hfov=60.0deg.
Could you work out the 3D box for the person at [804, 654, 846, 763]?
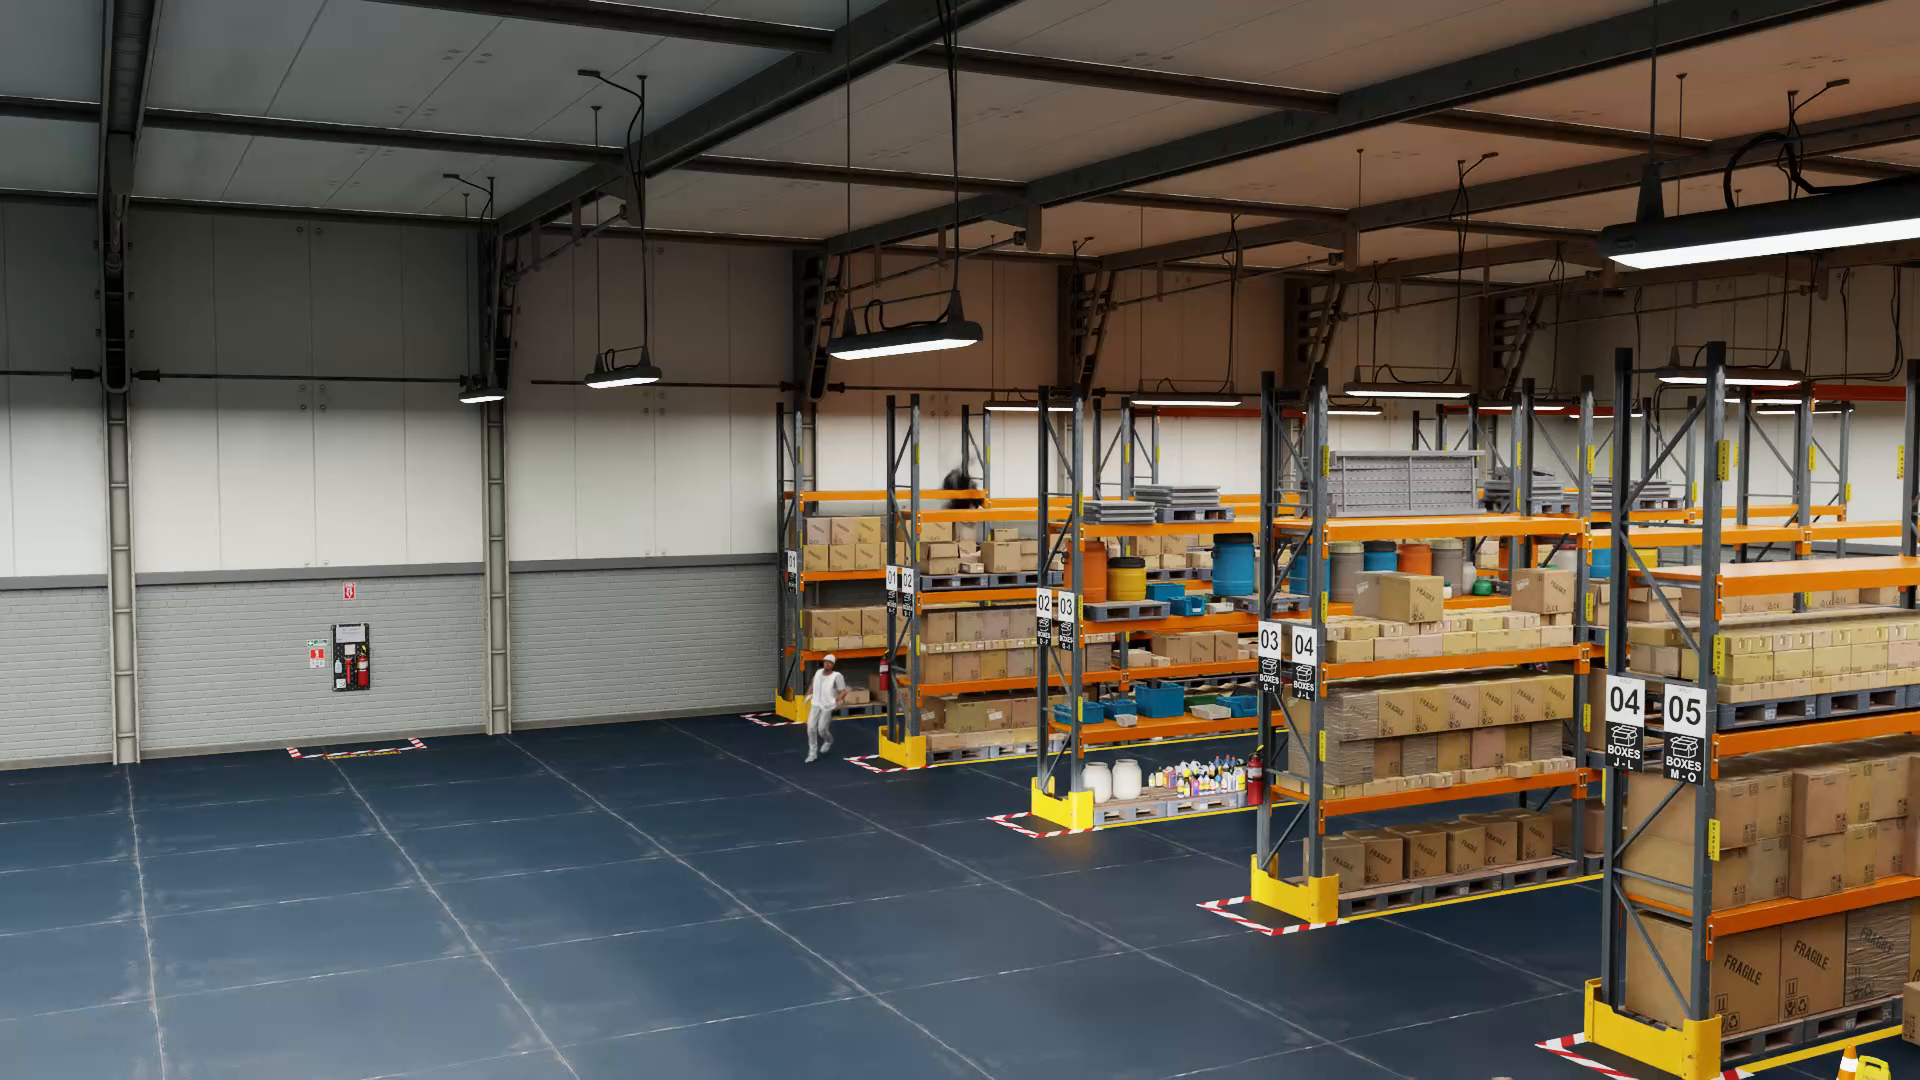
[{"bbox_3d":[-2.239,2.757,27.351,0.739,1.753,0.736,2,4,25],"label":"person"}]
